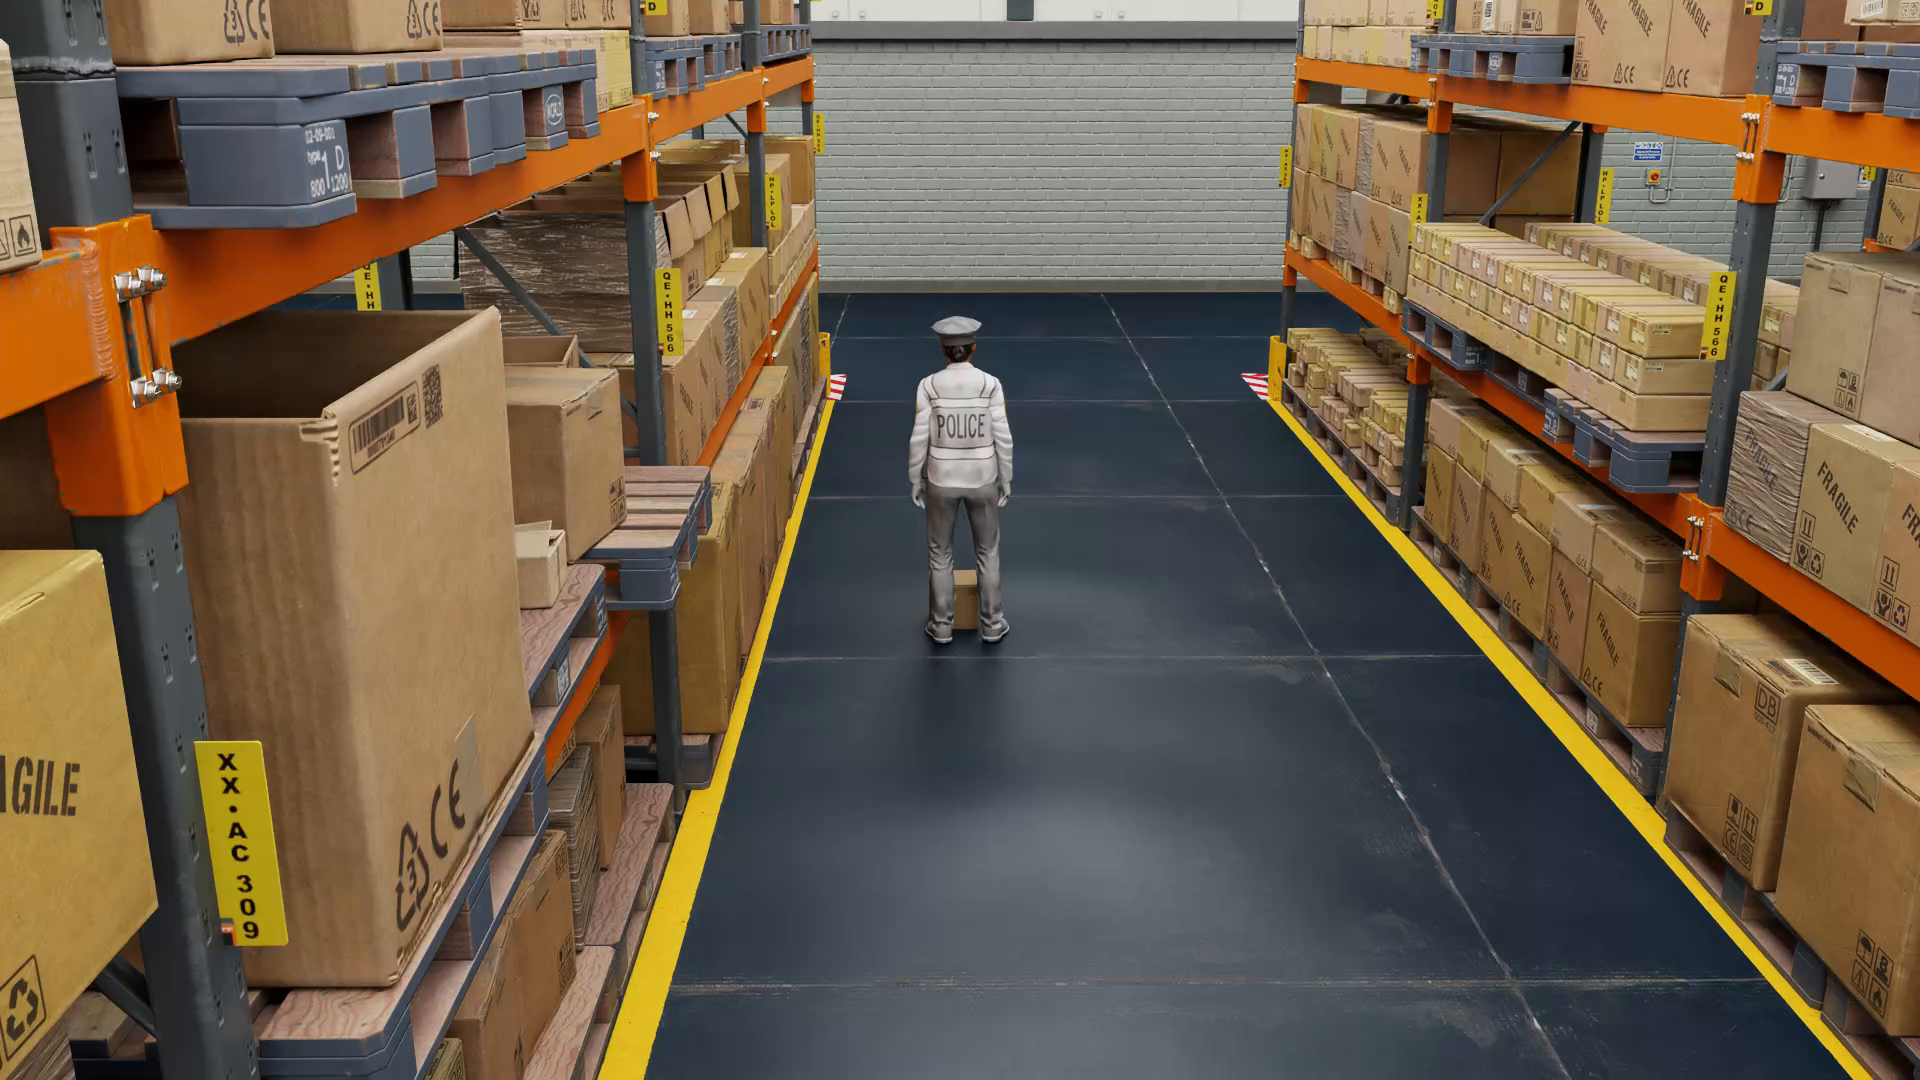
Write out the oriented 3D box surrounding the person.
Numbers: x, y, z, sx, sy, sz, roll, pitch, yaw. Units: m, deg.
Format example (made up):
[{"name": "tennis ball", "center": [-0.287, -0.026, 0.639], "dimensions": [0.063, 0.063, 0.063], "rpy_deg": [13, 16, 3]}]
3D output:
[{"name": "person", "center": [0.005, -0.285, 8.457], "dimensions": [0.528, 1.663, 0.372], "rpy_deg": [-1, 17, -2]}]
